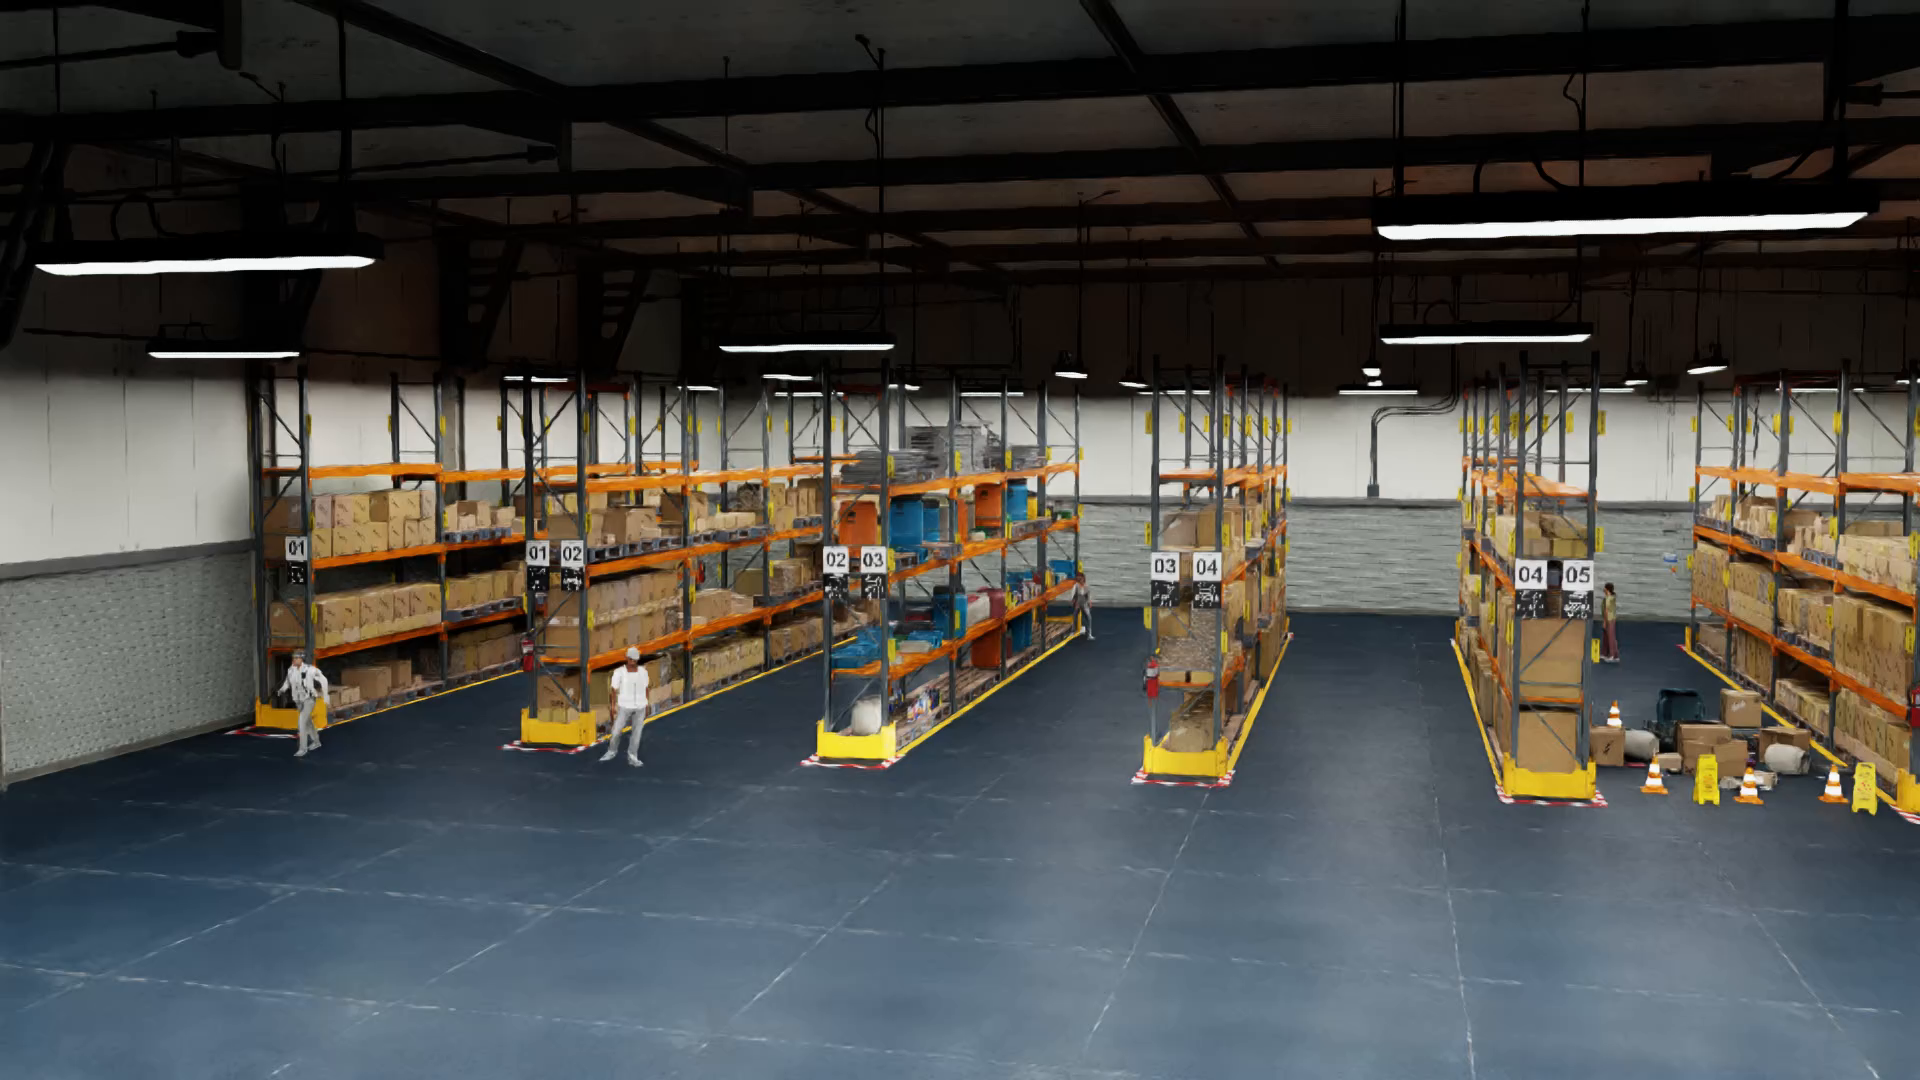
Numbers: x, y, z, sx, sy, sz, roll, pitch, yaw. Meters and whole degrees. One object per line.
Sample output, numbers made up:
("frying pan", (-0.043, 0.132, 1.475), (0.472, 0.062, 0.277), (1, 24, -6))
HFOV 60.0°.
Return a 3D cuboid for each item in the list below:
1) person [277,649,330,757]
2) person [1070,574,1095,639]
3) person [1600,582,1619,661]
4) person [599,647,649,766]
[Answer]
("person", (-10.021, 2.443, 25.411), (0.636, 1.616, 0.814), (1, 4, 20))
("person", (2.846, 1.537, 39.004), (0.561, 1.525, 0.788), (0, 4, -3))
("person", (13.758, 1.714, 35.356), (0.586, 1.665, 0.577), (3, 5, 33))
("person", (-4.917, 2.441, 24.408), (0.733, 1.751, 0.529), (-2, 4, -26))
